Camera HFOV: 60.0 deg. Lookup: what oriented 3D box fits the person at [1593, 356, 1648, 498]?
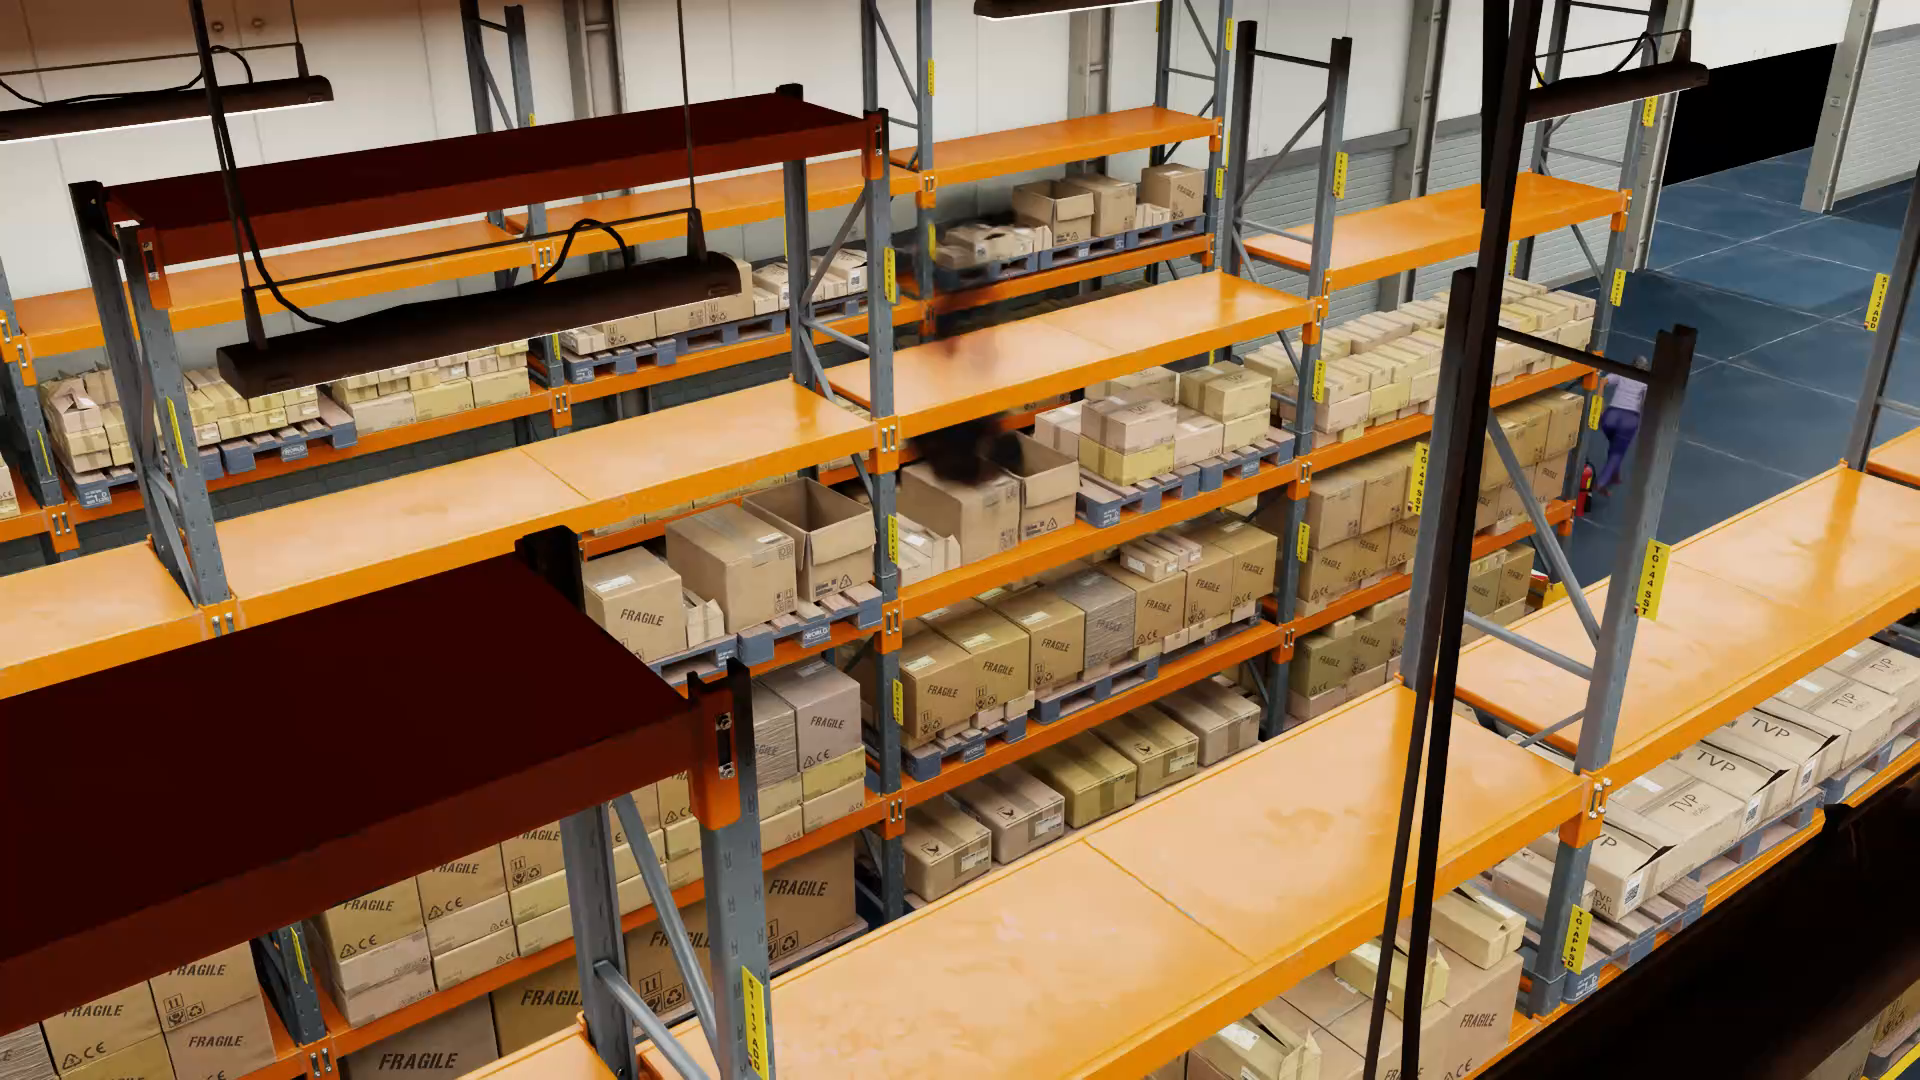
[{"bbox_3d":[7.475,-1.233,18.942,0.649,1.597,0.958,19,32,33],"label":"person"}]
